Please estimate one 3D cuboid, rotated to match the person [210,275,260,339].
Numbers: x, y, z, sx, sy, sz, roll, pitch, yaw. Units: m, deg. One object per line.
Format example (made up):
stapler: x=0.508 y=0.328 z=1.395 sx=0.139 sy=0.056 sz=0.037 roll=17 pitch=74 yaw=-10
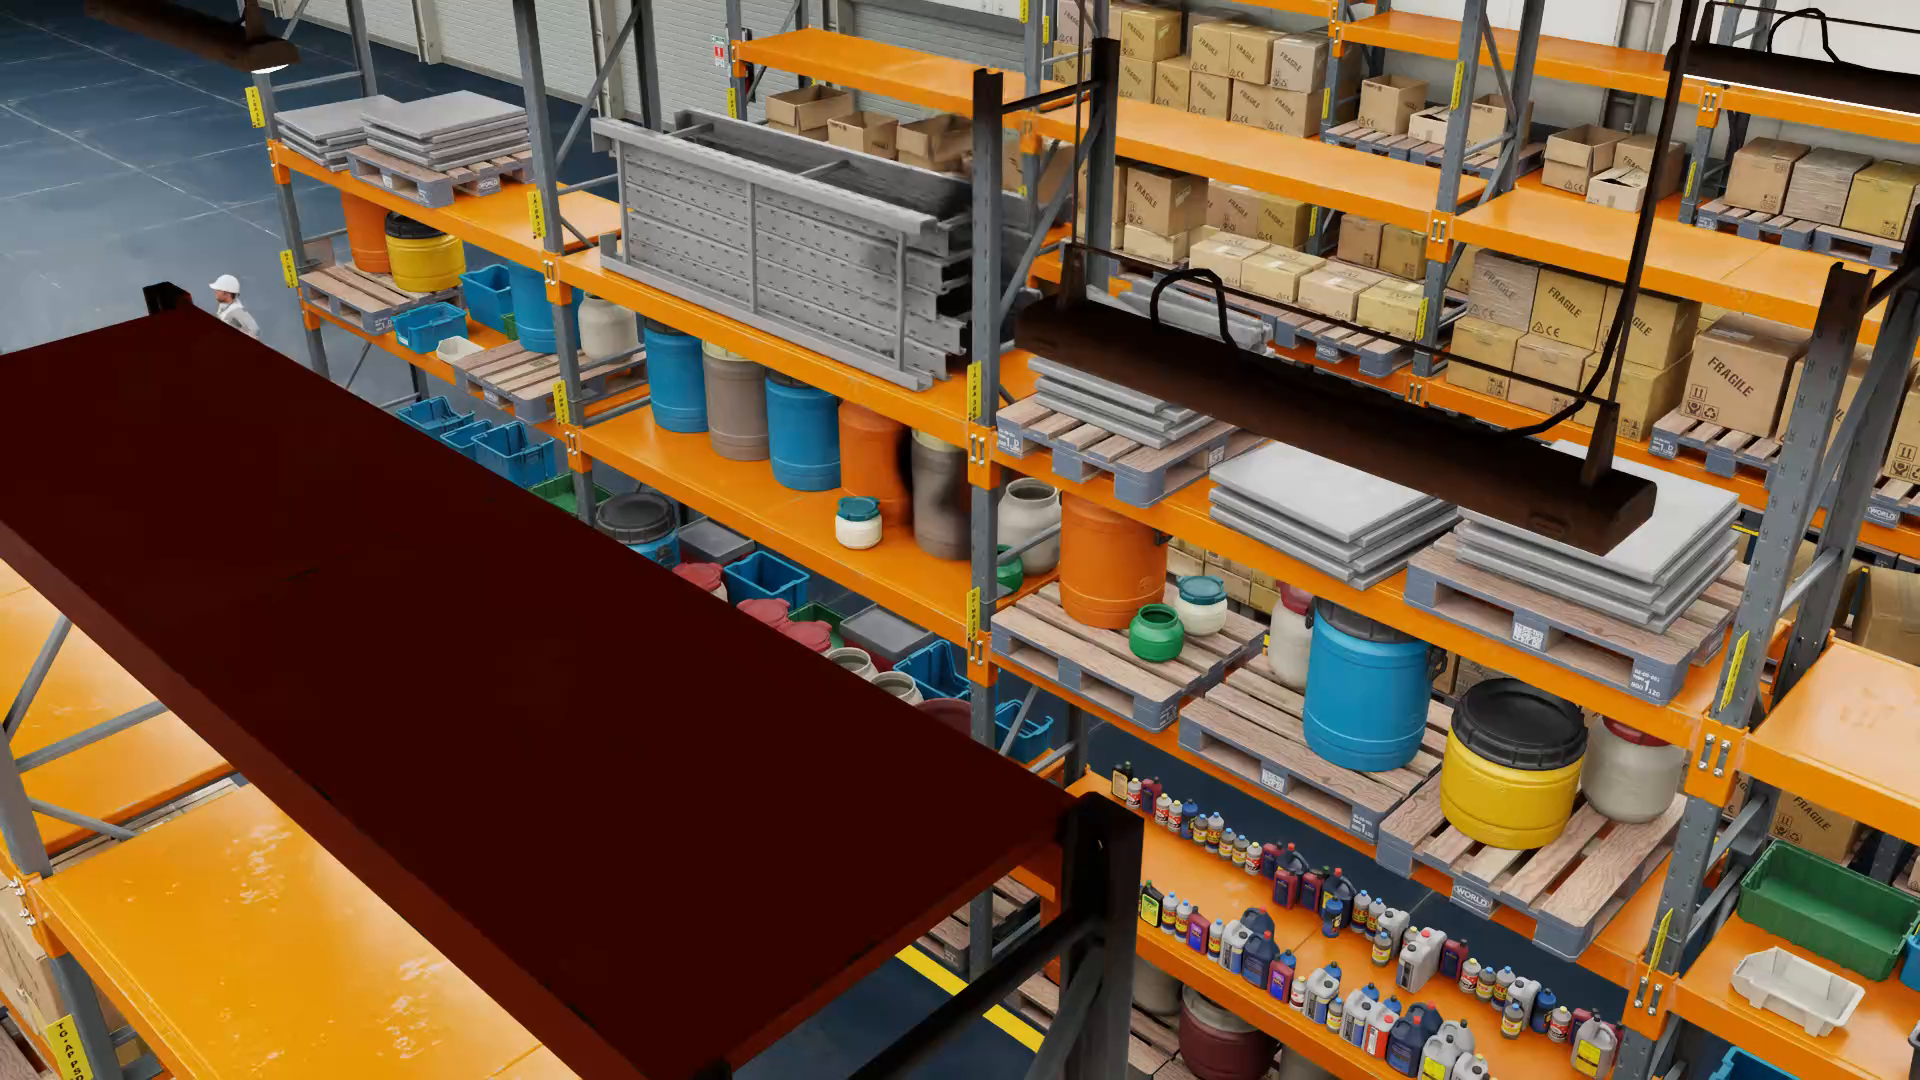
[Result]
person: x=-7.795 y=-2.020 z=18.016 sx=0.936 sy=1.769 sz=0.661 roll=-13 pitch=32 yaw=-22
